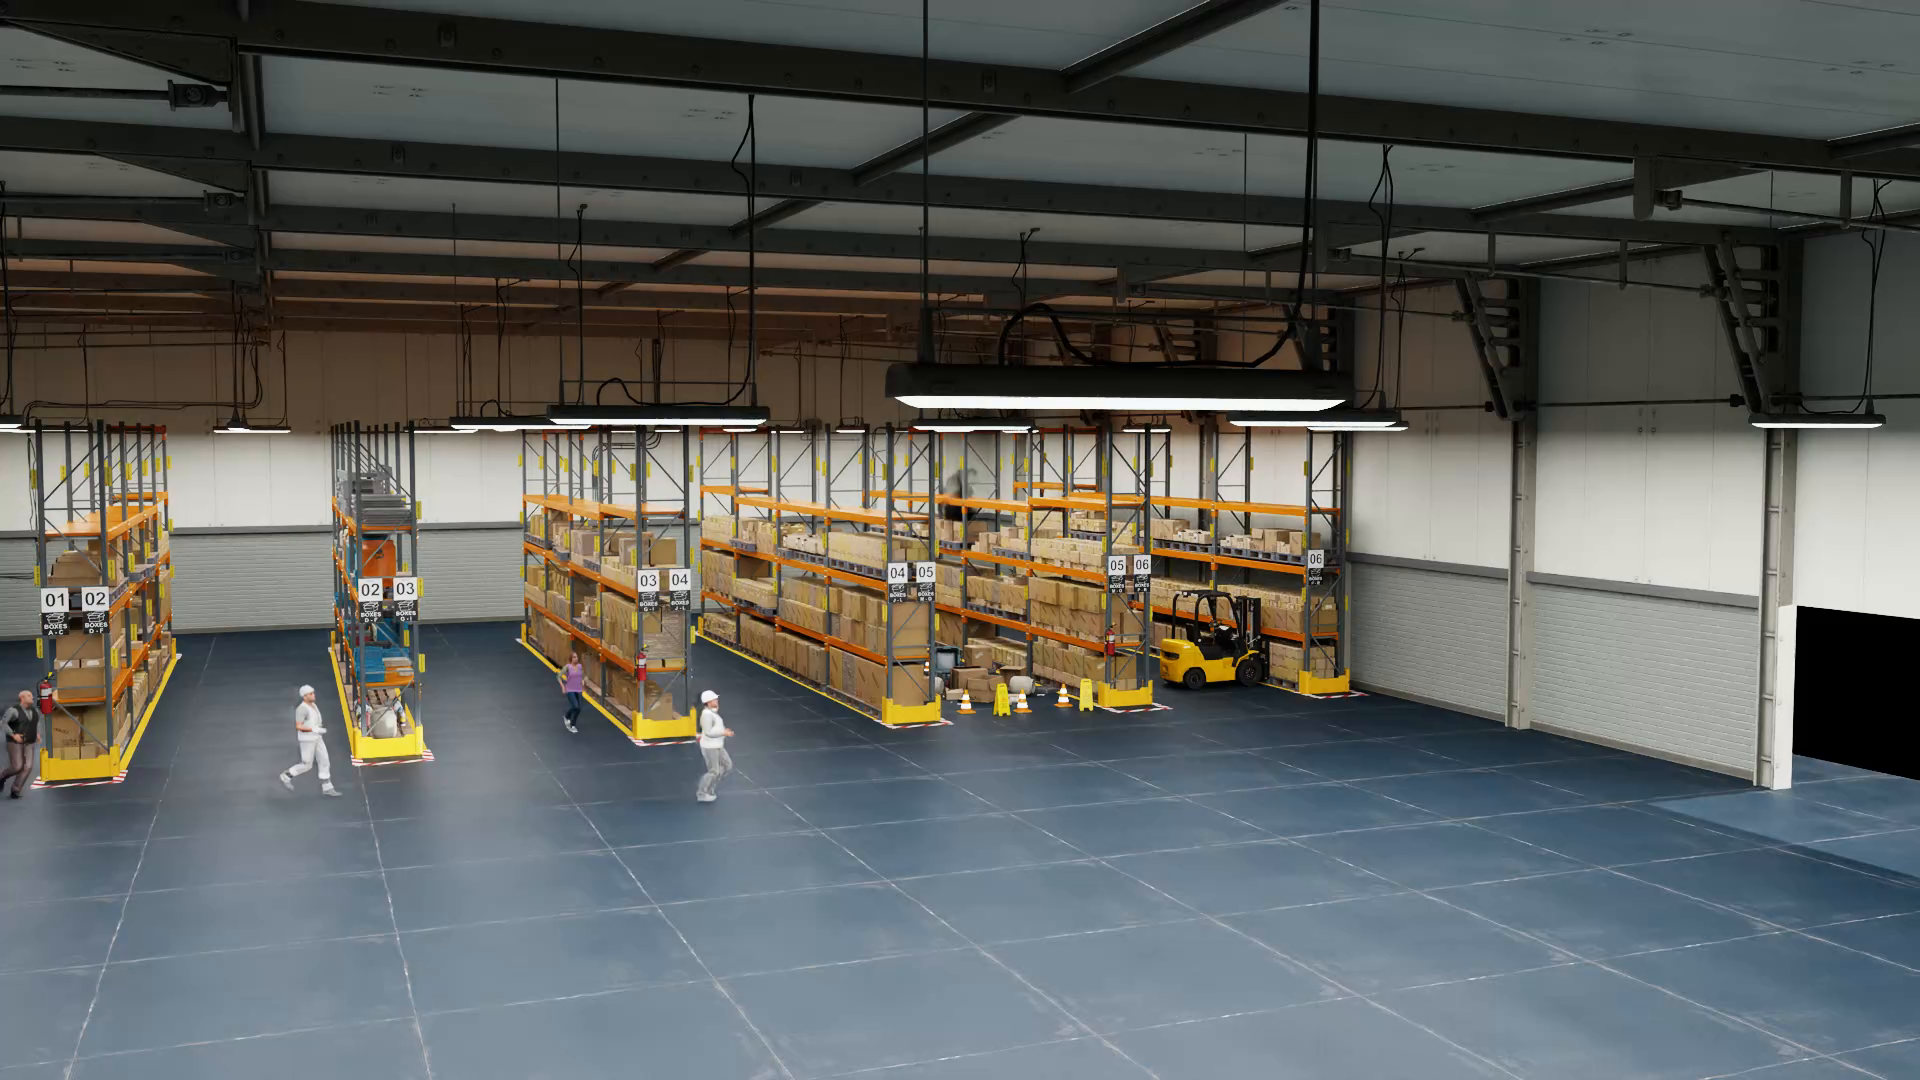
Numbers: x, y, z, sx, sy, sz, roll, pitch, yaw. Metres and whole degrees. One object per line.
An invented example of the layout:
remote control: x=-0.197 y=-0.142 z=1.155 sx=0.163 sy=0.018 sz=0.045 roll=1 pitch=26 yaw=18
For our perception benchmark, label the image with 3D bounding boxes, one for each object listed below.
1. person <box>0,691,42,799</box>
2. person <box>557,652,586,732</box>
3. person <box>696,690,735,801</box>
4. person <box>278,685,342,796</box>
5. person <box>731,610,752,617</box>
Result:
person: x=-14.972 y=3.249 z=26.571 sx=0.632 sy=1.680 sz=0.700 roll=2 pitch=4 yaw=26
person: x=-7.428 y=2.935 z=32.055 sx=0.522 sy=1.559 sz=0.549 roll=-3 pitch=5 yaw=-41
person: x=-3.815 y=3.216 z=26.022 sx=0.638 sy=1.737 sz=0.638 roll=0 pitch=4 yaw=3
person: x=-10.306 y=3.185 z=26.338 sx=0.995 sy=1.784 sz=0.668 roll=0 pitch=4 yaw=4
person: x=-6.607 y=1.804 z=49.699 sx=0.851 sy=1.650 sz=0.579 roll=-2 pitch=4 yaw=-28
